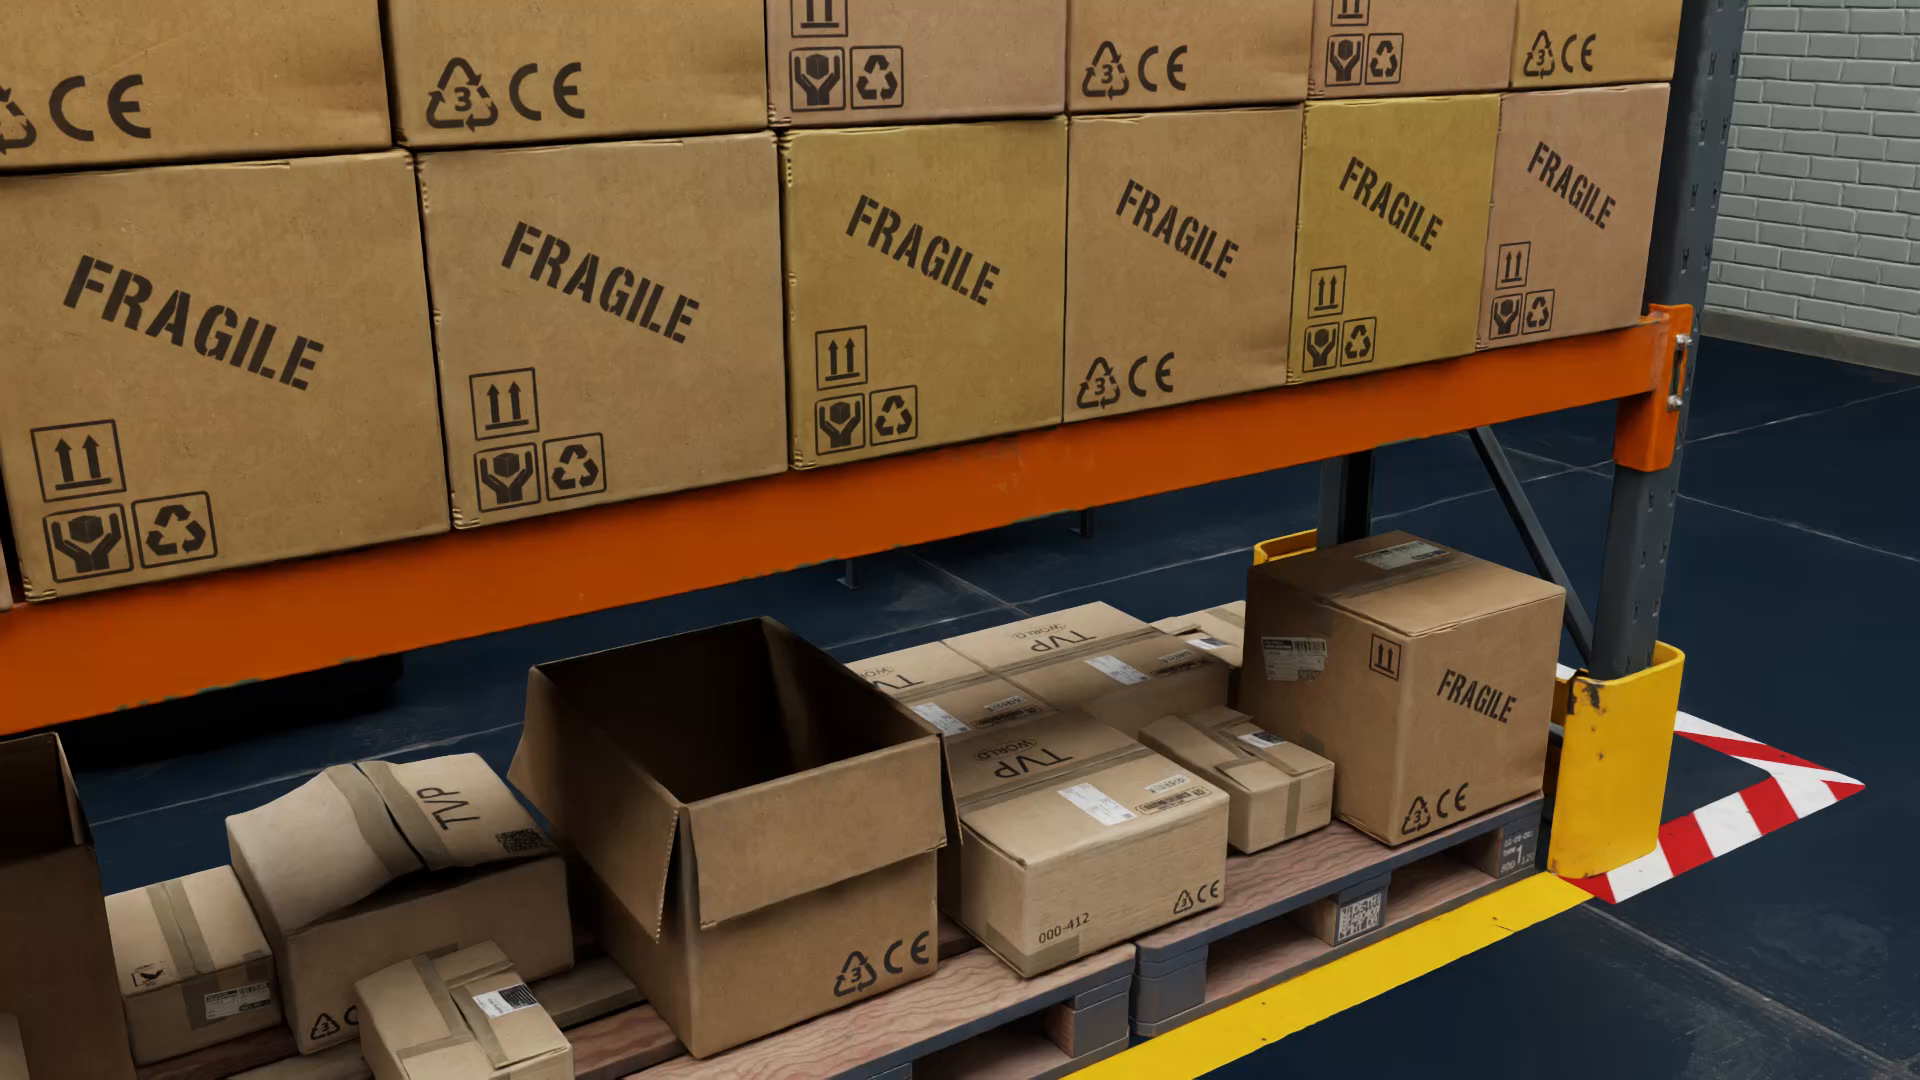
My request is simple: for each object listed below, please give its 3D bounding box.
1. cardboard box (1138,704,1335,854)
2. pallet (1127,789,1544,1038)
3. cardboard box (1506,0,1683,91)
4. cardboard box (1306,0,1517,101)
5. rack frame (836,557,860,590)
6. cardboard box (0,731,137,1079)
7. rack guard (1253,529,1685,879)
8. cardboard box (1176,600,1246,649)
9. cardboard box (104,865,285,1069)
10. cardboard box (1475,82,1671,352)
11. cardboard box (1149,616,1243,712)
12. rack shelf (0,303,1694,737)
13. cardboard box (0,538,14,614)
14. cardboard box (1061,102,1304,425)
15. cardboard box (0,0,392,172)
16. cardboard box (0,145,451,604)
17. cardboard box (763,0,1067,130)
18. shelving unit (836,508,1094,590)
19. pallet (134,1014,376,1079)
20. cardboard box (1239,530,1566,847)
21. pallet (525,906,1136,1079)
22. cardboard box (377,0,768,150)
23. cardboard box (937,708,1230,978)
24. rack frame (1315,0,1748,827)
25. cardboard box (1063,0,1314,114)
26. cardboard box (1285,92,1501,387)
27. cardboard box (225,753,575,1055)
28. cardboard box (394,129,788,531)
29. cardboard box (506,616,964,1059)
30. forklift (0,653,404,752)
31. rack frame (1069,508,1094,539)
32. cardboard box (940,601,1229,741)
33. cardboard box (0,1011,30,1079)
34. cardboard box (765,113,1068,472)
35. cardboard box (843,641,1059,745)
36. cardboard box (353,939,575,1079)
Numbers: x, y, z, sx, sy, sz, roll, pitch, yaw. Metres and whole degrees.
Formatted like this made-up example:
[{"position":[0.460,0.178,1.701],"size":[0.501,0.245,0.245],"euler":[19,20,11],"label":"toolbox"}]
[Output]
[{"position":[0.615,0.525,3.746],"size":[0.250,0.166,0.380],"euler":[-12,22,-31],"label":"cardboard box"},{"position":[0.593,0.657,3.972],"size":[1.213,0.211,1.003],"euler":[-12,22,-31],"label":"pallet"},{"position":[1.101,-1.187,3.355],"size":[0.500,0.500,0.500],"euler":[-12,22,-32],"label":"cardboard box"},{"position":[0.680,-1.098,3.091],"size":[0.500,0.500,0.500],"euler":[-11,22,-30],"label":"cardboard box"},{"position":[-0.496,-0.606,5.695],"size":[0.032,1.500,0.500],"euler":[-12,22,-31],"label":"rack frame"},{"position":[-1.699,0.686,2.748],"size":[0.500,0.500,0.500],"euler":[-12,22,-31],"label":"cardboard box"},{"position":[1.258,0.380,4.342],"size":[0.348,0.500,1.175],"euler":[-12,22,-31],"label":"rack guard"},{"position":[0.783,0.306,4.421],"size":[0.250,0.149,0.380],"euler":[-12,22,-31],"label":"cardboard box"},{"position":[-1.419,0.770,3.047],"size":[0.250,0.149,0.380],"euler":[-12,22,-31],"label":"cardboard box"},{"position":[1.097,-0.714,3.516],"size":[0.500,0.500,0.500],"euler":[-11,22,-30],"label":"cardboard box"},{"position":[0.574,0.342,4.288],"size":[0.250,0.166,0.380],"euler":[-12,22,-31],"label":"cardboard box"},{"position":[-0.349,-0.125,3.054],"size":[4.000,0.370,1.077],"euler":[-12,22,-31],"label":"rack shelf"},{"position":[-1.444,-0.178,1.931],"size":[0.500,0.500,0.500],"euler":[-11,22,-30],"label":"cardboard box"},{"position":[0.246,-0.535,2.987],"size":[0.500,0.500,0.500],"euler":[-12,22,-31],"label":"cardboard box"},{"position":[-1.040,-0.733,2.013],"size":[0.500,0.500,0.500],"euler":[-13,22,-33],"label":"cardboard box"},{"position":[-1.018,-0.269,2.200],"size":[0.500,0.500,0.500],"euler":[-11,22,-30],"label":"cardboard box"},{"position":[-0.180,-0.915,2.550],"size":[0.500,0.500,0.500],"euler":[-11,22,-30],"label":"cardboard box"},{"position":[-0.071,-0.695,5.960],"size":[1.048,1.500,0.538],"euler":[-12,22,-31],"label":"shelving unit"},{"position":[-1.445,1.087,2.700],"size":[1.213,0.211,1.003],"euler":[-12,22,-31],"label":"pallet"},{"position":[1.003,0.319,3.832],"size":[0.500,0.500,0.500],"euler":[-12,22,-31],"label":"cardboard box"},{"position":[-0.425,0.871,3.340],"size":[1.213,0.211,1.003],"euler":[-12,22,-31],"label":"pallet"},{"position":[-0.611,-0.824,2.280],"size":[0.500,0.500,0.500],"euler":[-13,22,-33],"label":"cardboard box"},{"position":[0.193,0.597,3.401],"size":[0.500,0.250,0.500],"euler":[-12,22,-31],"label":"cardboard box"},{"position":[1.322,-0.818,3.981],"size":[0.127,3.000,1.000],"euler":[-12,22,-31],"label":"rack frame"},{"position":[0.249,-1.005,2.817],"size":[0.500,0.500,0.500],"euler":[-11,22,-30],"label":"cardboard box"},{"position":[0.666,-0.621,3.243],"size":[0.500,0.500,0.500],"euler":[-12,22,-31],"label":"cardboard box"},{"position":[-1.073,0.644,3.169],"size":[0.500,0.311,0.500],"euler":[-12,22,-31],"label":"cardboard box"},{"position":[-0.599,-0.356,2.459],"size":[0.500,0.500,0.500],"euler":[-12,22,-32],"label":"cardboard box"},{"position":[-0.453,0.528,3.209],"size":[0.637,0.503,0.797],"euler":[-12,22,-31],"label":"cardboard box"},{"position":[-3.162,-0.817,4.085],"size":[3.031,2.935,1.130],"euler":[-10,21,-28],"label":"forklift"},{"position":[0.353,-0.785,6.225],"size":[0.032,1.500,0.500],"euler":[-12,22,-31],"label":"rack frame"},{"position":[0.294,0.384,4.031],"size":[0.500,0.250,0.500],"euler":[-12,22,-31],"label":"cardboard box"},{"position":[-1.550,0.936,2.304],"size":[0.500,0.311,0.500],"euler":[-12,22,-31],"label":"cardboard box"},{"position":[-0.175,-0.446,2.725],"size":[0.500,0.500,0.500],"euler":[-12,22,-32],"label":"cardboard box"},{"position":[-0.124,0.472,3.771],"size":[0.500,0.250,0.500],"euler":[-12,22,-31],"label":"cardboard box"},{"position":[-0.833,0.849,2.786],"size":[0.250,0.166,0.380],"euler":[-12,22,-31],"label":"cardboard box"}]
